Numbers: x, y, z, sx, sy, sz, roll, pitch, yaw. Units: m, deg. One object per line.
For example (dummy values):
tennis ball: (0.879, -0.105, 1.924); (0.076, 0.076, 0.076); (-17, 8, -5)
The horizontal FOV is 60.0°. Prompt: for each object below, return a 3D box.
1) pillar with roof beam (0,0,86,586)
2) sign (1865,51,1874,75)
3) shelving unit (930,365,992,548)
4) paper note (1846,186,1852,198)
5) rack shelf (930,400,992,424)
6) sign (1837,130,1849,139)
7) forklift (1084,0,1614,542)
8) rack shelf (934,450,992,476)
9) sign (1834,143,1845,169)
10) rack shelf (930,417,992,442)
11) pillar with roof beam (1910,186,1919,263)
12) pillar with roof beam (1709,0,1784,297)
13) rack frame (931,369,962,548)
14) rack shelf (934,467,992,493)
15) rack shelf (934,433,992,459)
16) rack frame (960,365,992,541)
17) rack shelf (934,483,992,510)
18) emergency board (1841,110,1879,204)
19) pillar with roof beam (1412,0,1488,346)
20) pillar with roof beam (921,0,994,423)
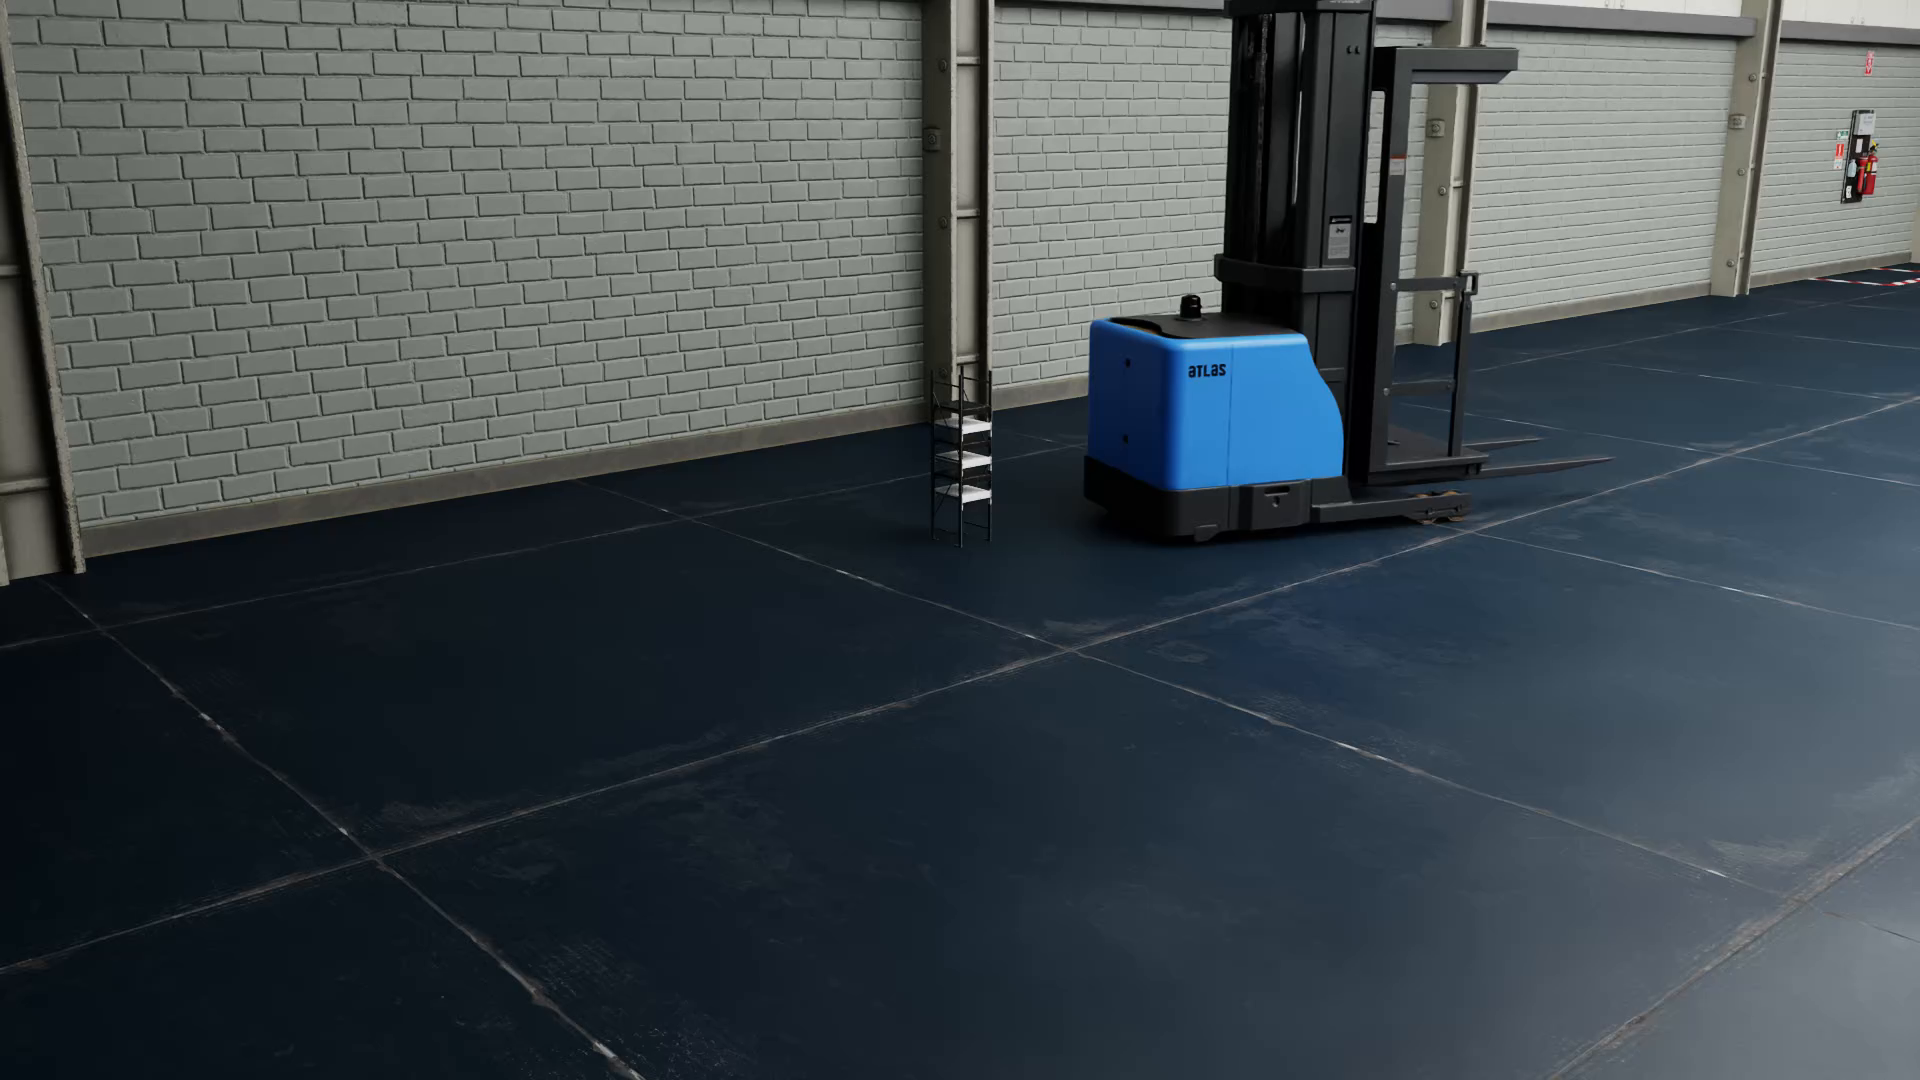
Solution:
pillar with roof beam: (-1.714, -3.350, 3.854); (0.400, 9.000, 9.100); (-13, 19, -39)
sign: (11.604, -6.082, 21.215); (0.199, 0.298, 0.001); (-13, 19, -39)
shelving unit: (0.006, -0.436, 8.639); (0.210, 0.900, 0.258); (-13, 20, -39)
paper note: (11.497, -4.502, 21.499); (0.142, 0.148, 0.016); (-13, 19, -39)
rack shelf: (0.006, -0.665, 8.578); (0.200, 0.077, 0.258); (-13, 20, -39)
sign: (11.200, -5.143, 21.095); (0.331, 0.109, 0.001); (-13, 19, -39)
forklift: (2.272, -1.620, 9.137); (3.031, 2.935, 1.130); (-5, 16, -20)
rack shelf: (0.006, -0.404, 8.648); (0.200, 0.077, 0.258); (-13, 20, -39)
sign: (11.191, -4.888, 21.167); (0.234, 0.329, 0.001); (-13, 19, -39)
rack shelf: (0.006, -0.578, 8.601); (0.200, 0.077, 0.258); (-13, 20, -39)
pillar with roof beam: (16.391, -7.416, 19.075); (0.400, 9.000, 9.100); (-13, 19, -39)
pillar with roof beam: (11.865, -6.399, 15.269); (0.400, 9.000, 9.100); (-13, 19, -39)
rack frame: (-0.071, -0.419, 8.575); (0.006, 0.900, 0.240); (-13, 20, -39)
rack shelf: (0.006, -0.317, 8.671); (0.200, 0.077, 0.258); (-13, 20, -39)
rack shelf: (0.006, -0.491, 8.624); (0.200, 0.077, 0.258); (-13, 20, -39)
rack frame: (0.083, -0.453, 8.703); (0.006, 0.900, 0.240); (-13, 20, -39)
rack shelf: (0.006, -0.230, 8.694); (0.200, 0.077, 0.258); (-13, 20, -39)
emergency board: (11.676, -4.944, 21.447); (0.643, 1.169, 0.194); (-13, 19, -39)
pillar with roof beam: (7.338, -5.383, 11.464); (0.400, 9.000, 9.100); (-13, 19, -39)
pillar with roof beam: (2.812, -4.366, 7.659); (0.400, 9.000, 9.100); (-13, 19, -39)
